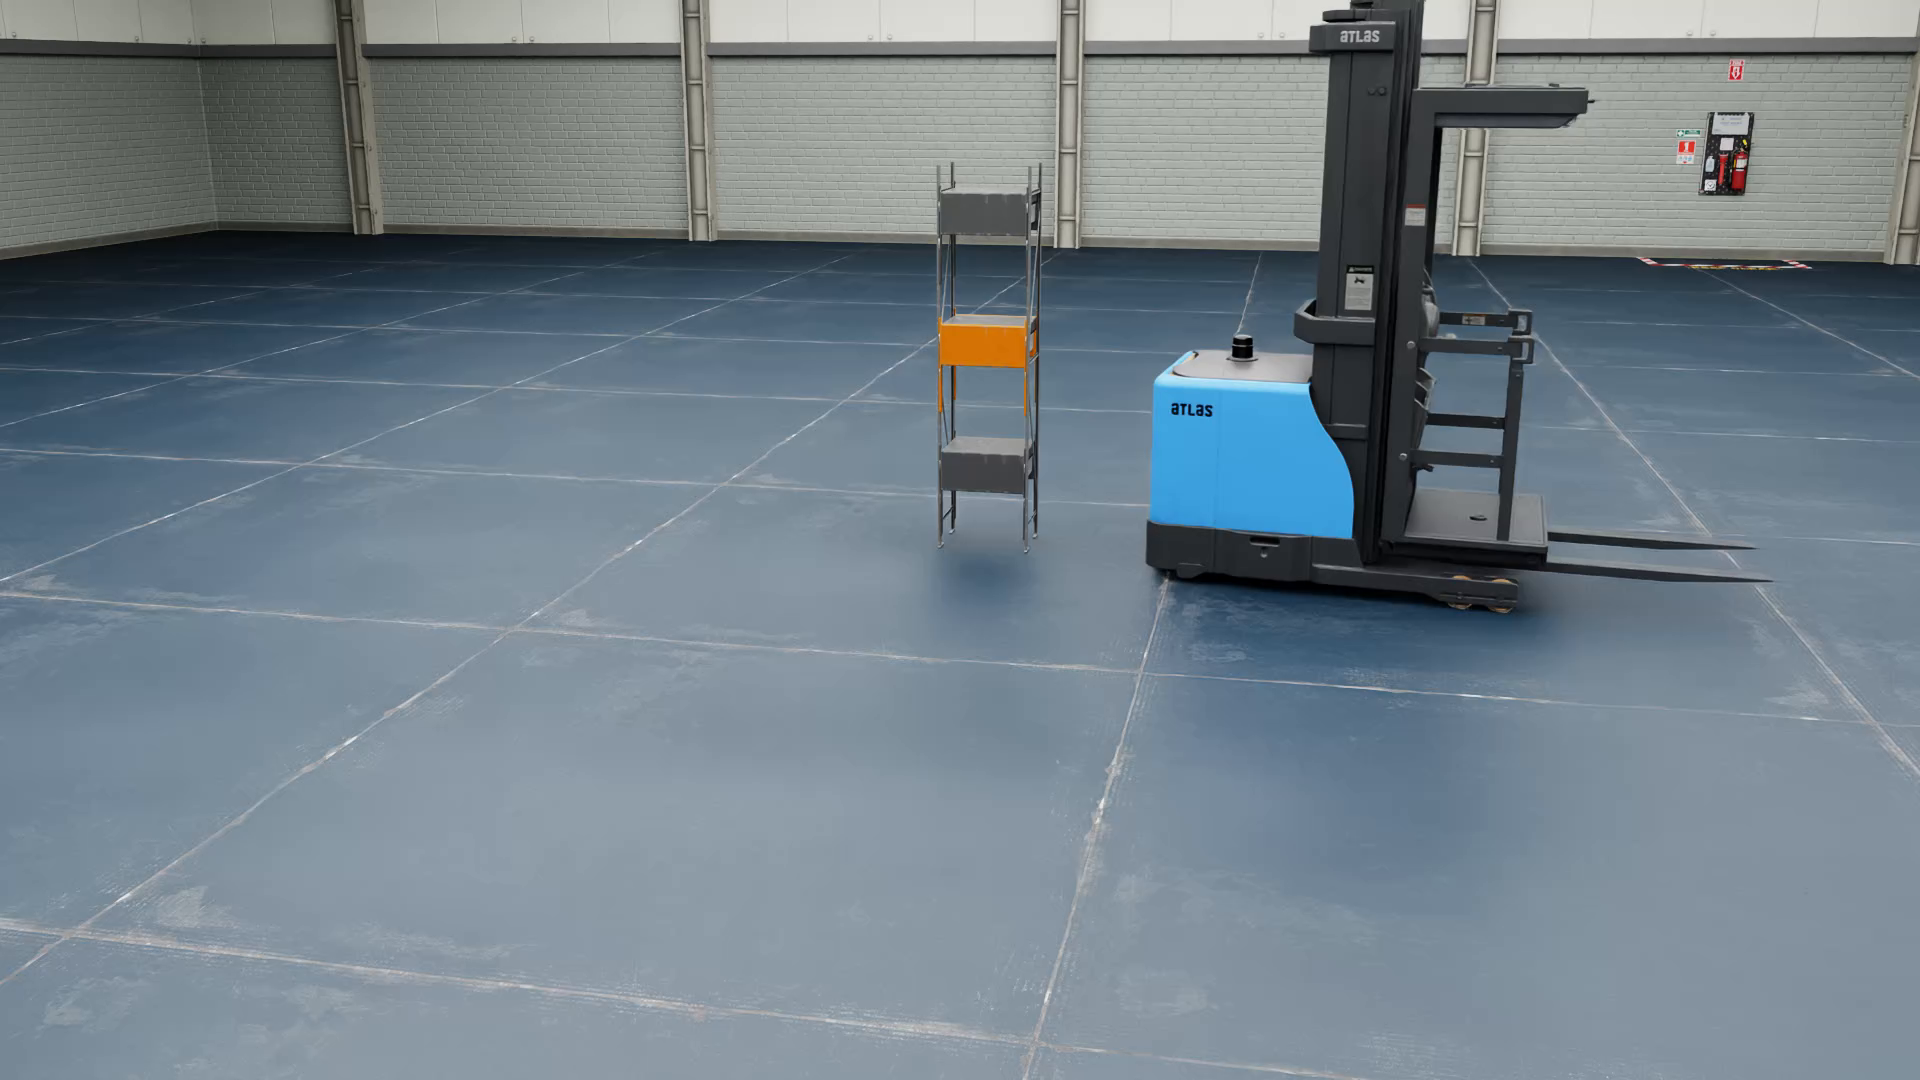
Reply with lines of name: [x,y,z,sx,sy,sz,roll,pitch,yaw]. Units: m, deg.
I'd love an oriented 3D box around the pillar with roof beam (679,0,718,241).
pillar with roof beam: [-5.054,-8.119,21.946,0.400,9.000,9.100,3,16,11]

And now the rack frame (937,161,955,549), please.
rack frame: [-0.077,-1.016,9.227,0.015,2.100,0.400,3,16,11]

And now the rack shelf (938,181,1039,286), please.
rack shelf: [0.162,-1.665,8.997,0.480,0.518,0.431,3,16,11]

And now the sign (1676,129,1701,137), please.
sign: [10.510,-5.865,23.985,0.331,0.109,0.001,3,16,11]

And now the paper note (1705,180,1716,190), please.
paper note: [10.869,-5.141,24.083,0.142,0.148,0.016,3,16,11]

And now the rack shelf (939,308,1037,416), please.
rack shelf: [0.162,-0.990,9.184,0.480,0.518,0.431,3,16,11]

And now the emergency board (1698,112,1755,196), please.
emergency board: [11.029,-5.538,23.866,0.643,1.169,0.194,3,16,11]

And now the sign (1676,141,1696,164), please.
sign: [10.508,-5.612,24.065,0.234,0.329,0.001,3,16,11]

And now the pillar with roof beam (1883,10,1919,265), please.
pillar with roof beam: [12.585,-7.162,18.489,0.400,9.000,9.100,3,16,11]

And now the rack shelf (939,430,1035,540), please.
rack shelf: [0.162,-0.315,9.370,0.480,0.518,0.431,3,16,11]

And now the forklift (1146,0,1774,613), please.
forklift: [2.556,-1.212,8.377,3.031,2.935,1.130,5,16,17]

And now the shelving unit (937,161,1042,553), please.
shelving unit: [0.162,-1.003,9.180,0.503,2.100,0.431,3,16,11]

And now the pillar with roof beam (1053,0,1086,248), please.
pillar with roof beam: [0.826,-7.800,20.793,0.400,9.000,9.100,3,16,11]

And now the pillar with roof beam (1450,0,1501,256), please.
pillar with roof beam: [6.706,-7.481,19.641,0.400,9.000,9.100,3,16,11]

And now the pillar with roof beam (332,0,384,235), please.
pillar with roof beam: [-10.933,-8.438,23.098,0.400,9.000,9.100,3,16,11]

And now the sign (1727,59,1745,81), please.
sign: [11.041,-6.682,23.652,0.199,0.298,0.001,3,16,11]

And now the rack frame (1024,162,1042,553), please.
rack frame: [0.401,-0.990,9.133,0.015,2.100,0.400,3,16,11]
